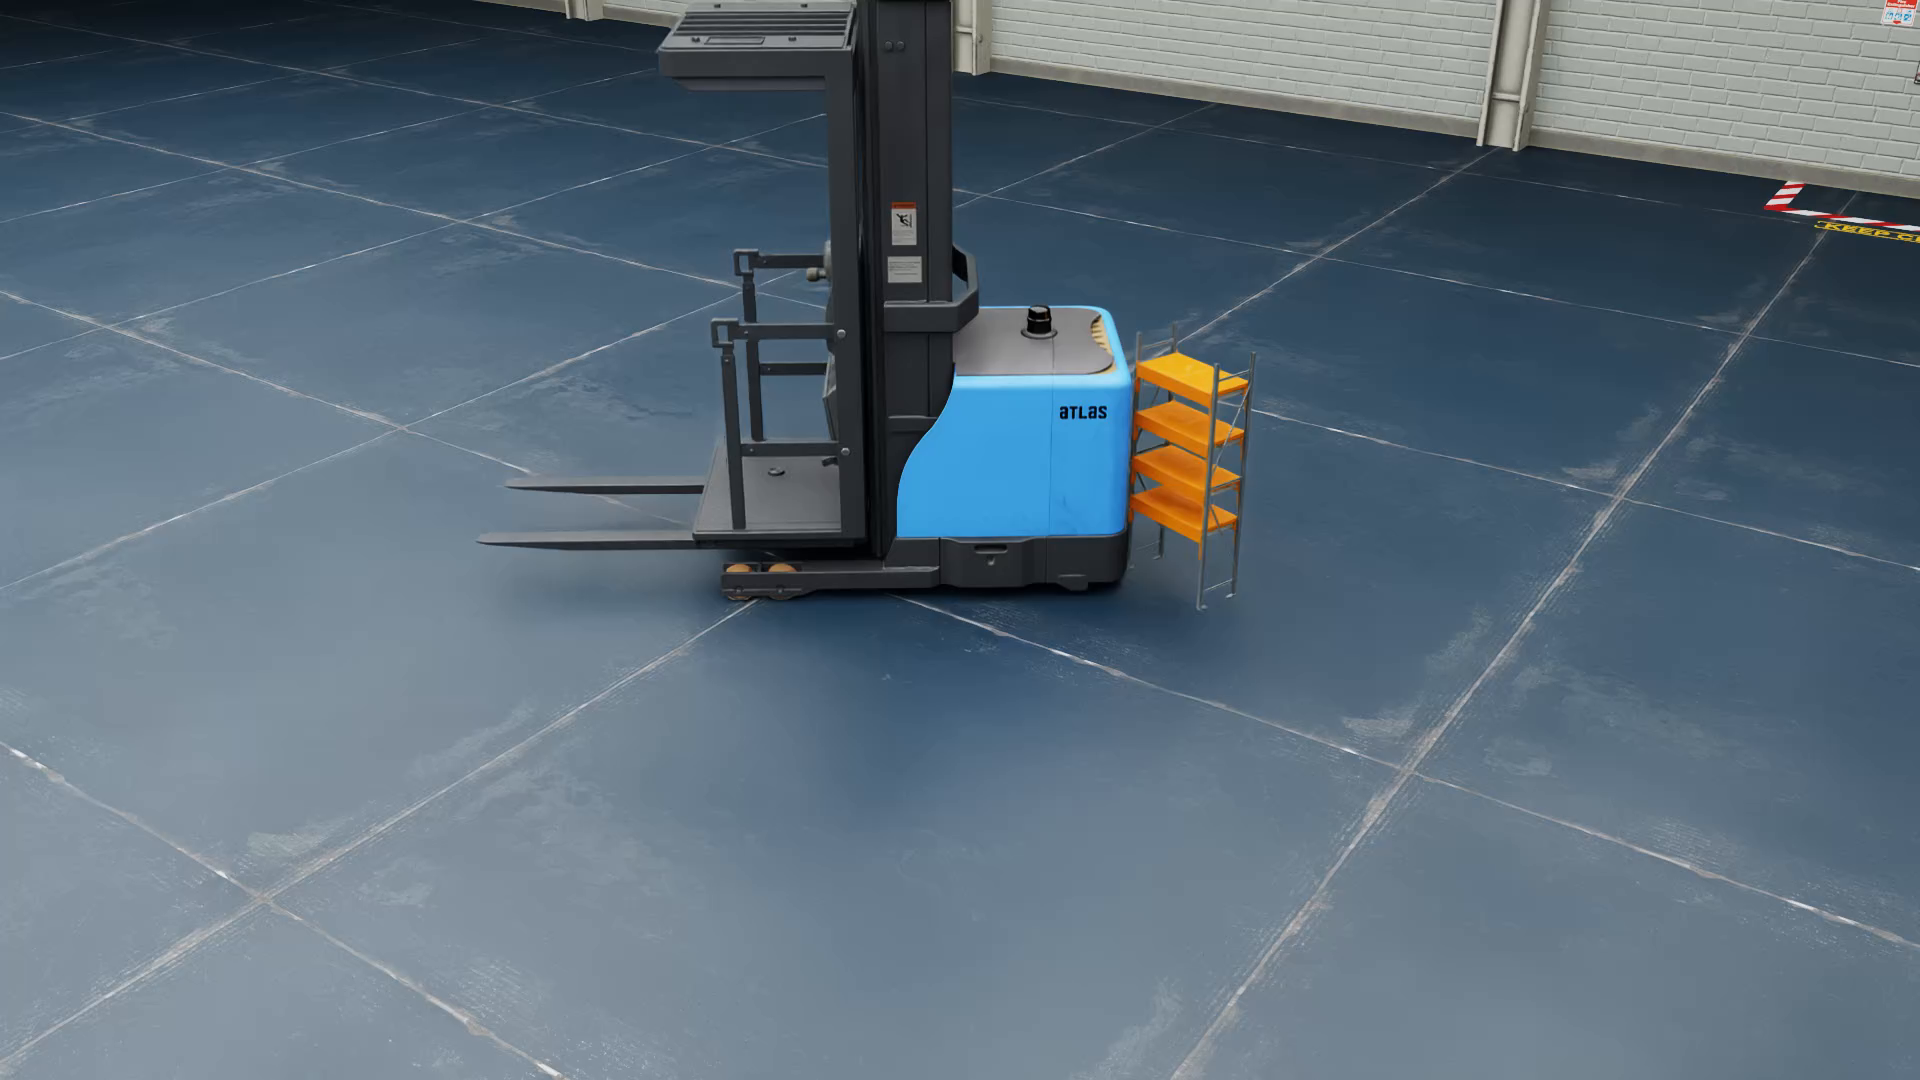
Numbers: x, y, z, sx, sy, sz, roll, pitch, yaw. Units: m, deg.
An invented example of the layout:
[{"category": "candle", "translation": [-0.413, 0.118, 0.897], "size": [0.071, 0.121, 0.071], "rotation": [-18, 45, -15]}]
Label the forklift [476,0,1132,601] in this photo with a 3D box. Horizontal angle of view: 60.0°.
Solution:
[{"category": "forklift", "translation": [-0.751, -1.268, 7.510], "size": [3.031, 2.935, 1.130], "rotation": [-1, 27, -1]}]

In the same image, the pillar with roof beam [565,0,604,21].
[{"category": "pillar with roof beam", "translation": [-7.282, -9.159, 16.325], "size": [0.400, 9.000, 9.100], "rotation": [17, 32, 30]}]

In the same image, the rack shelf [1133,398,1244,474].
[{"category": "rack shelf", "translation": [1.037, -0.475, 7.516], "size": [0.258, 0.148, 0.480], "rotation": [-19, 32, -32]}]

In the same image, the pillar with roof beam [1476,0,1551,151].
[{"category": "pillar with roof beam", "translation": [2.610, -6.077, 10.270], "size": [0.400, 9.000, 9.100], "rotation": [17, 32, 30]}]

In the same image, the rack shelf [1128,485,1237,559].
[{"category": "rack shelf", "translation": [1.037, -0.099, 7.707], "size": [0.258, 0.148, 0.480], "rotation": [-19, 32, -32]}]

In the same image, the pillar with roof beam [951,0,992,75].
[{"category": "pillar with roof beam", "translation": [-2.336, -7.618, 13.298], "size": [0.400, 9.000, 9.100], "rotation": [17, 32, 30]}]

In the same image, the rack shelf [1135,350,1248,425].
[{"category": "rack shelf", "translation": [1.037, -0.686, 7.409], "size": [0.258, 0.148, 0.480], "rotation": [-19, 32, -32]}]

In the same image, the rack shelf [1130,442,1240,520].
[{"category": "rack shelf", "translation": [1.037, -0.276, 7.617], "size": [0.258, 0.148, 0.480], "rotation": [-19, 32, -32]}]

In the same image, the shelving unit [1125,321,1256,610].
[{"category": "shelving unit", "translation": [1.037, -0.336, 7.587], "size": [0.258, 1.200, 0.503], "rotation": [-19, 32, -32]}]

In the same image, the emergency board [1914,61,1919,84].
[{"category": "emergency board", "translation": [7.981, -4.130, 13.059], "size": [0.626, 1.169, 0.157], "rotation": [17, 32, 30]}]

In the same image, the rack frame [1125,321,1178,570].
[{"category": "rack frame", "translation": [0.890, -0.424, 7.761], "size": [0.240, 1.200, 0.015], "rotation": [-19, 32, -32]}]

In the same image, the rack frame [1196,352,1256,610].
[{"category": "rack frame", "translation": [1.183, -0.247, 7.413], "size": [0.240, 1.200, 0.015], "rotation": [-19, 32, -32]}]

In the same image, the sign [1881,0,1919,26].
[{"category": "sign", "translation": [7.580, -4.318, 13.387], "size": [0.234, 0.329, 0.001], "rotation": [17, 32, 30]}]
